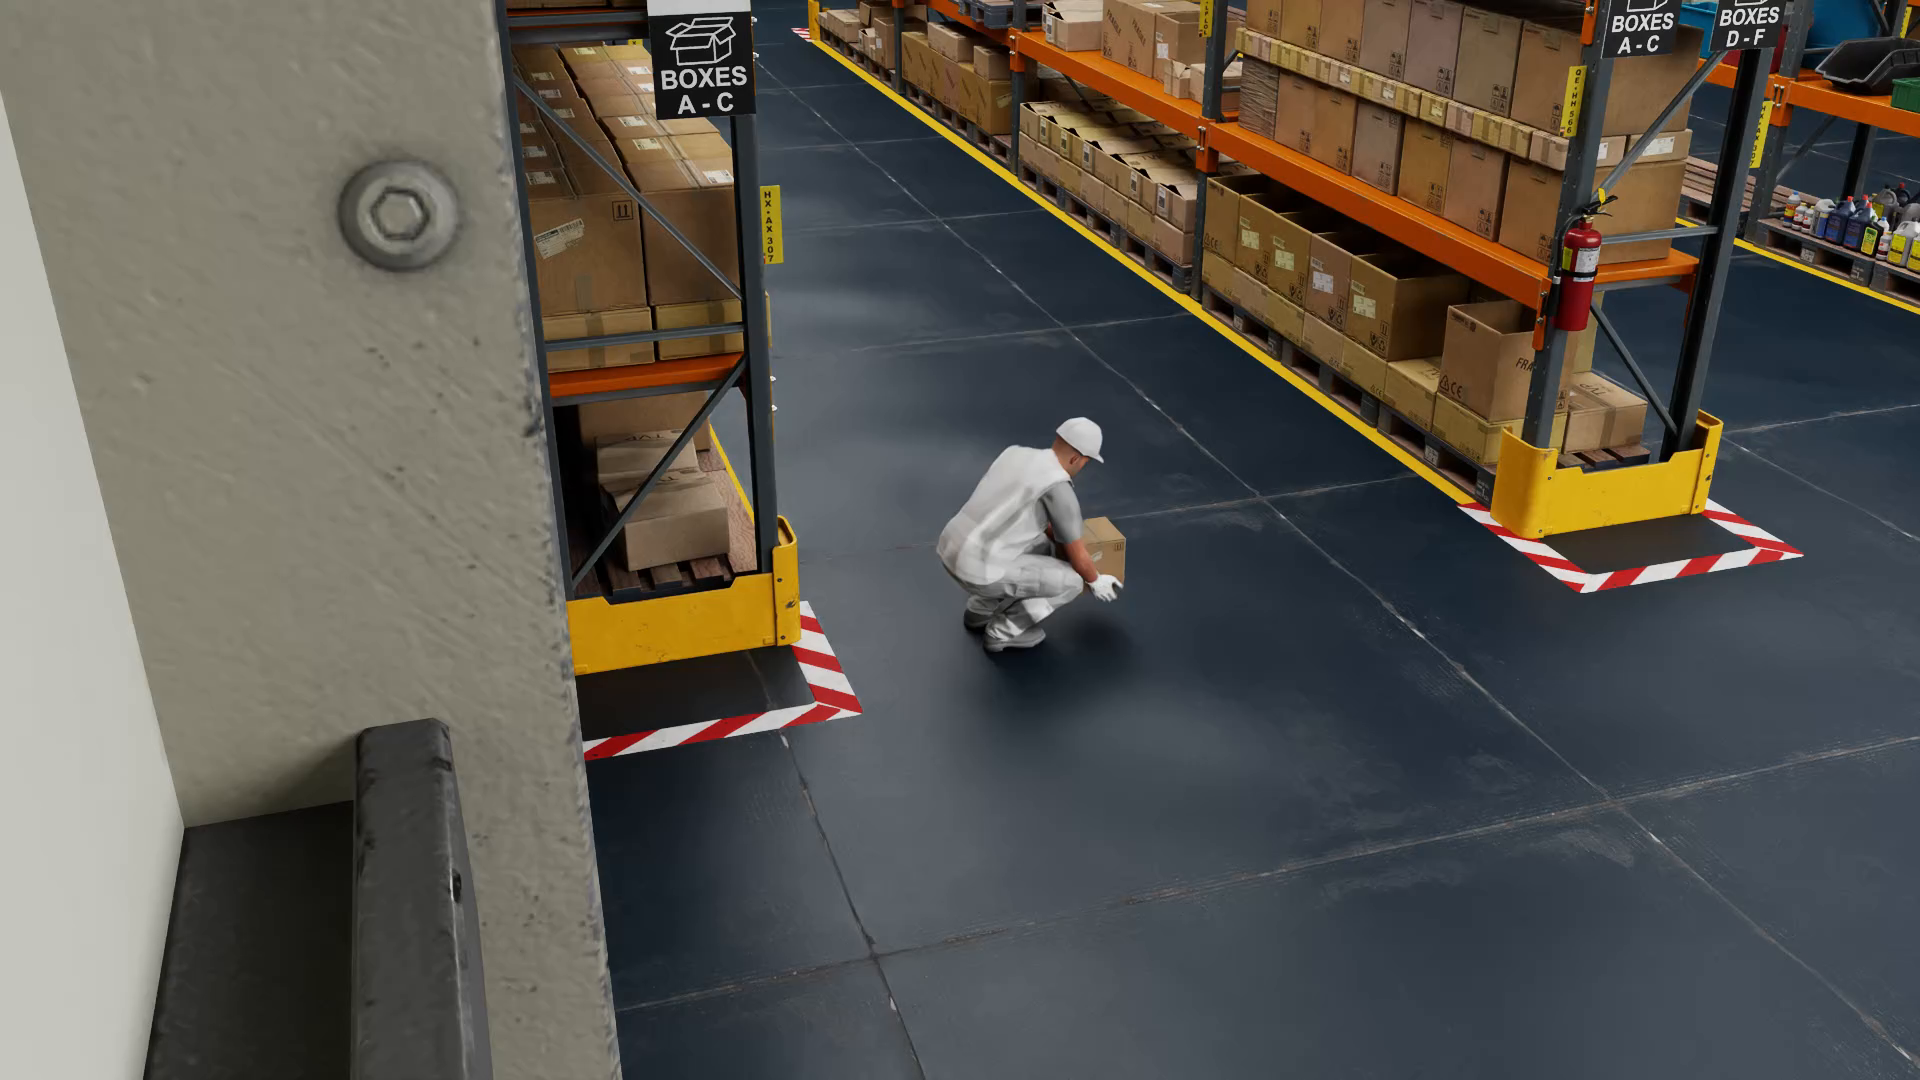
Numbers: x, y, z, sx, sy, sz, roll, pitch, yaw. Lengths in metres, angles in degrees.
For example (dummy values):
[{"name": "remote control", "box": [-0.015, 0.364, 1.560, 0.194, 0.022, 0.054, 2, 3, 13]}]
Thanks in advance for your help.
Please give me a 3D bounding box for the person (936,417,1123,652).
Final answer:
[{"name": "person", "box": [0.307, -0.043, 7.581, 0.837, 0.999, 0.562, -9, 28, -18]}]
